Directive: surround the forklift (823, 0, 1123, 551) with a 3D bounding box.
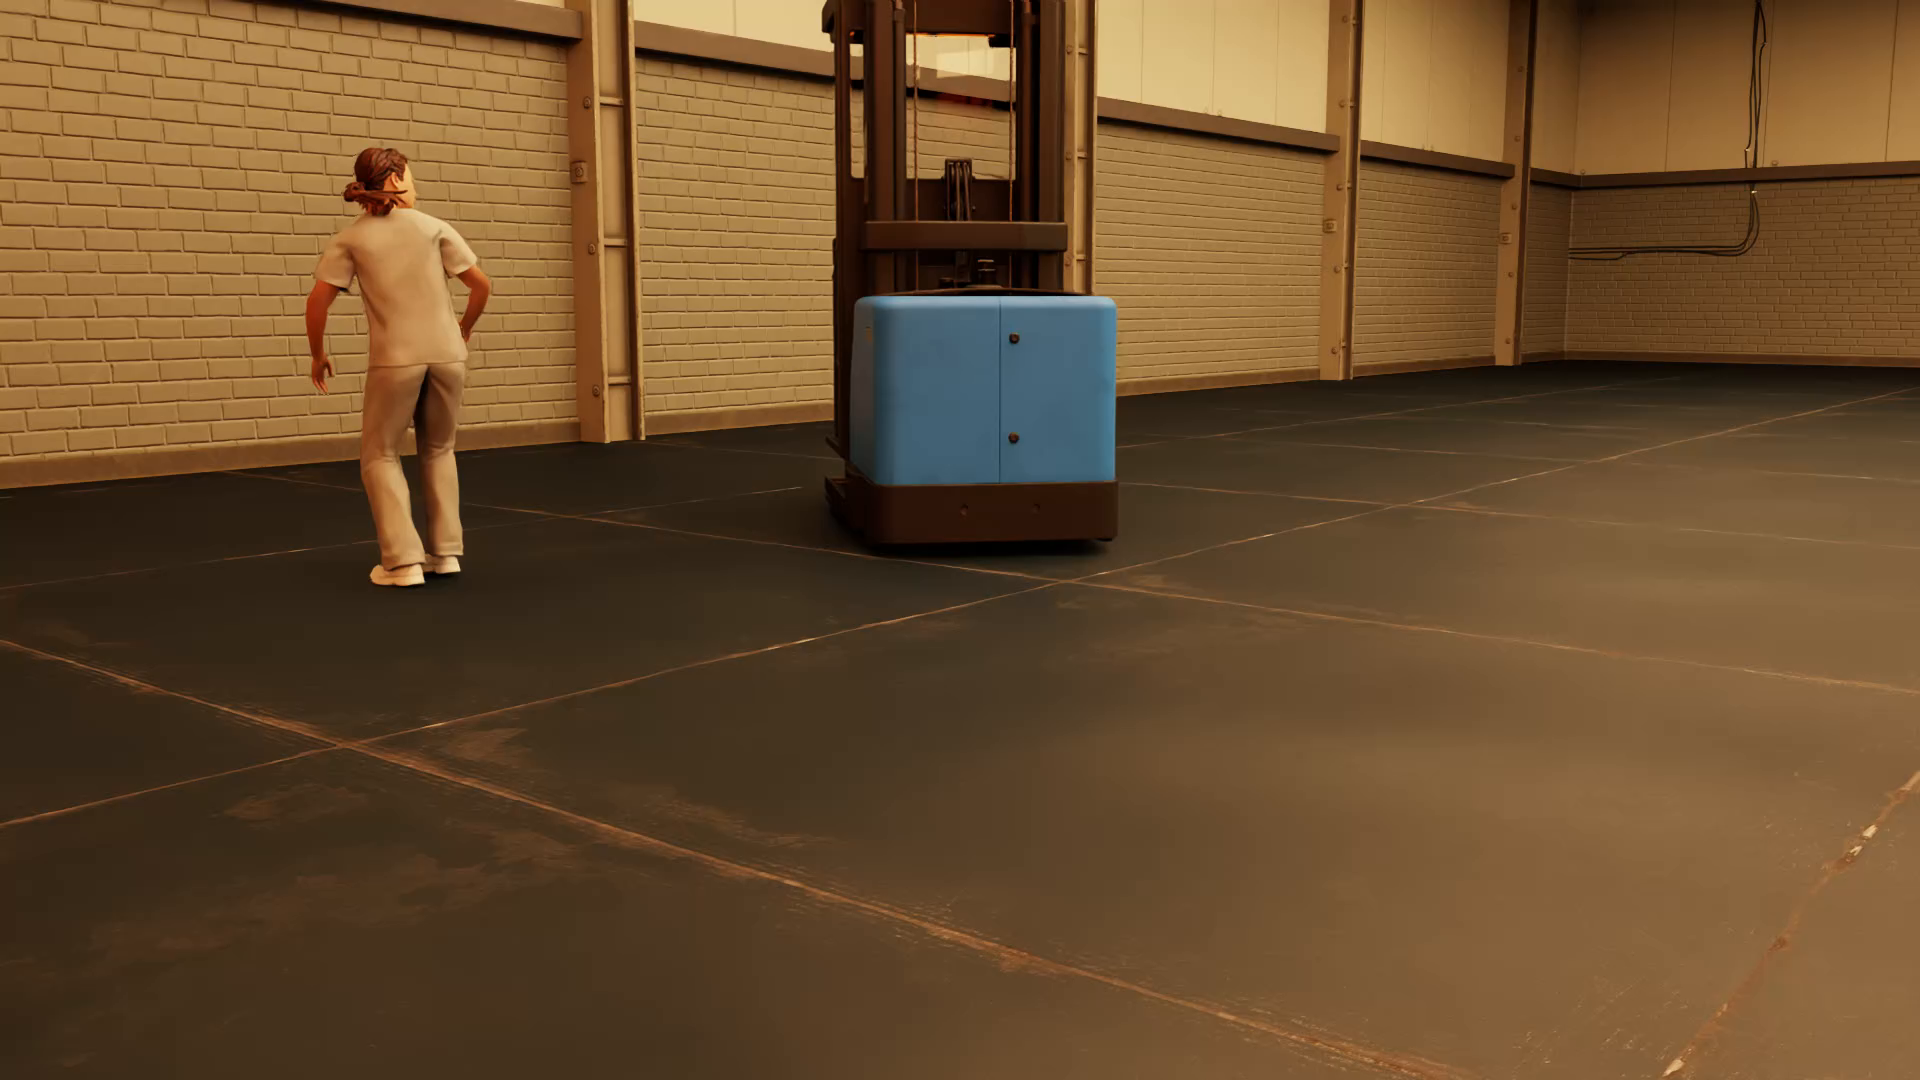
[{"bbox_3d":[-0.075,-1.579,8.070,1.130,2.935,3.031,-1,8,-10],"label":"forklift"}]

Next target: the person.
[{"bbox_3d":[-2.131,-0.658,6.270,0.633,1.641,0.474,-5,10,-29],"label":"person"}]
